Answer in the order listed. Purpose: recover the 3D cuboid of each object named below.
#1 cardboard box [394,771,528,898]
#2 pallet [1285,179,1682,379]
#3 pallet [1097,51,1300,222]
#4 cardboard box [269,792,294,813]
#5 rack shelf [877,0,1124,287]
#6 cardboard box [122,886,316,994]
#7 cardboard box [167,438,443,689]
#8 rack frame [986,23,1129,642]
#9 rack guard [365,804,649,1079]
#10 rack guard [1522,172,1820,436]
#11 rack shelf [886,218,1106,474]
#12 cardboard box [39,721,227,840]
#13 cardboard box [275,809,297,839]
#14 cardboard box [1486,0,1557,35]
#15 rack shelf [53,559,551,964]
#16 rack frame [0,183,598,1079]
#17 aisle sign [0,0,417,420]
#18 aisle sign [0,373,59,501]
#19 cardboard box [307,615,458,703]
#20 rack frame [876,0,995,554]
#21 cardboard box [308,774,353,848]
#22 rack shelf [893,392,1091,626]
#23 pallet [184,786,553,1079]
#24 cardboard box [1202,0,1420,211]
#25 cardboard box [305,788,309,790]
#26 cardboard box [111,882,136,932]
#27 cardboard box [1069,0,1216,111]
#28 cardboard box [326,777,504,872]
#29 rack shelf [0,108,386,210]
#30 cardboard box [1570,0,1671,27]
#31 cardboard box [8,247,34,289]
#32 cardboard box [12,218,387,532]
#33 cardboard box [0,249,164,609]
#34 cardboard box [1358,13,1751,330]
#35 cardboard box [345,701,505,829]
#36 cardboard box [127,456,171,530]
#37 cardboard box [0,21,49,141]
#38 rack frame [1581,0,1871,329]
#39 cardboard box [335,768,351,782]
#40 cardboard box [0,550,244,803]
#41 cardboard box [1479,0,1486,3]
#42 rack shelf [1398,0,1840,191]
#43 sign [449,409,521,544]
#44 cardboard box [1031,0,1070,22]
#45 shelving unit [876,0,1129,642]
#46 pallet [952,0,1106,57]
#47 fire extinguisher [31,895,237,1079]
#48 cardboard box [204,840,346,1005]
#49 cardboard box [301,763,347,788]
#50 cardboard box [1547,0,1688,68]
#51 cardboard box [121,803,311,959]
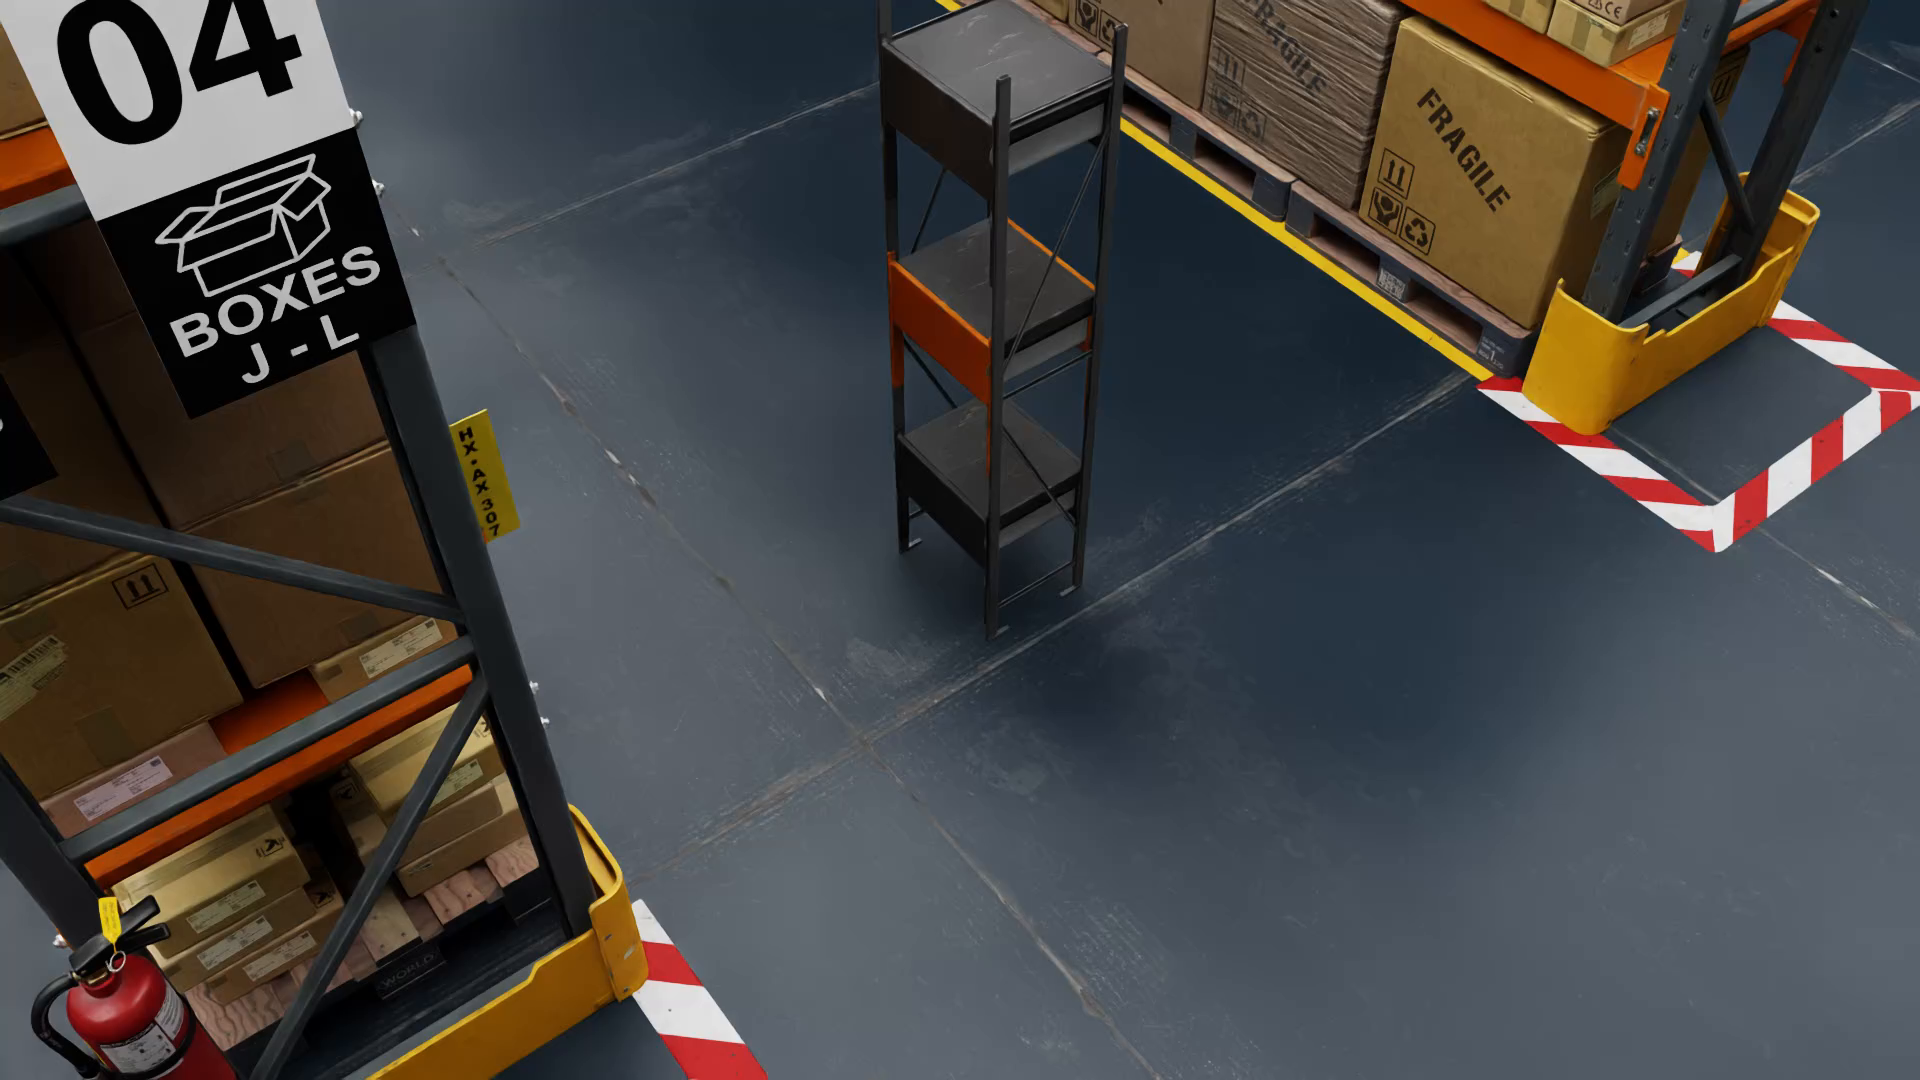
[{"bbox_3d":[-1.429,0.783,4.657,0.380,0.149,0.250,-28,54,-23],"label":"cardboard box"},{"bbox_3d":[2.095,-1.247,6.738,1.003,0.211,1.213,-29,54,-24],"label":"pallet"},{"bbox_3d":[1.361,-1.965,7.389,1.003,0.211,1.213,-29,54,-24],"label":"pallet"},{"bbox_3d":[-1.996,0.663,4.364,0.380,0.149,0.250,-28,54,-23],"label":"cardboard box"},{"bbox_3d":[0.100,-1.069,4.375,0.431,0.518,0.480,-29,54,-24],"label":"rack shelf"},{"bbox_3d":[-1.914,0.952,4.302,0.380,0.149,0.250,-31,55,-25],"label":"cardboard box"},{"bbox_3d":[-1.419,-0.104,3.551,0.500,0.500,0.500,-27,53,-22],"label":"cardboard box"},{"bbox_3d":[0.248,-0.464,4.753,0.400,2.100,0.015,-29,54,-24],"label":"rack frame"},{"bbox_3d":[-1.413,1.213,4.313,1.175,0.500,0.348,-29,54,-24],"label":"rack guard"},{"bbox_3d":[2.656,-0.893,6.222,1.175,0.500,0.348,-29,54,-24],"label":"rack guard"},{"bbox_3d":[0.100,-0.598,4.894,0.431,0.518,0.480,-29,54,-24],"label":"rack shelf"},{"bbox_3d":[-1.789,0.437,3.498,0.380,0.149,0.250,-29,54,-24],"label":"cardboard box"},{"bbox_3d":[-2.029,0.774,4.464,0.380,0.149,0.250,-31,55,-25],"label":"cardboard box"},{"bbox_3d":[2.005,-1.877,5.597,0.380,0.149,0.250,-29,54,-24],"label":"cardboard box"},{"bbox_3d":[-2.578,-0.519,4.681,1.077,0.370,4.000,-29,54,-24],"label":"rack shelf"},{"bbox_3d":[-1.367,0.419,3.346,1.000,3.000,0.127,-29,54,-24],"label":"rack frame"},{"bbox_3d":[-1.084,-0.546,2.466,0.394,0.787,0.004,-29,54,-24],"label":"aisle sign"},{"bbox_3d":[-1.562,-0.277,2.222,0.394,0.787,0.004,-29,54,-24],"label":"aisle sign"},{"bbox_3d":[-1.302,0.165,3.745,0.380,0.149,0.250,-30,54,-24],"label":"cardboard box"},{"bbox_3d":[-0.048,-0.752,5.014,0.400,2.100,0.015,-29,54,-24],"label":"rack frame"},{"bbox_3d":[-1.653,0.665,4.763,0.380,0.149,0.250,-30,54,-24],"label":"cardboard box"},{"bbox_3d":[0.100,-0.128,5.412,0.431,0.518,0.480,-29,54,-24],"label":"rack shelf"},{"bbox_3d":[-1.877,0.815,4.868,1.003,0.211,1.213,-29,54,-24],"label":"pallet"},{"bbox_3d":[1.639,-2.052,6.737,0.875,0.875,0.875,-29,54,-24],"label":"cardboard box"},{"bbox_3d":[-1.809,0.522,4.893,0.380,0.149,0.250,-29,54,-24],"label":"cardboard box"},{"bbox_3d":[-2.088,0.912,4.539,0.380,0.149,0.250,-28,54,-23],"label":"cardboard box"},{"bbox_3d":[1.101,-2.577,7.212,0.875,0.875,0.875,-29,54,-24],"label":"cardboard box"},{"bbox_3d":[-1.480,0.711,4.521,0.380,0.149,0.250,-27,53,-23],"label":"cardboard box"},{"bbox_3d":[-2.578,-1.527,3.570,1.077,0.370,4.000,-29,54,-24],"label":"rack shelf"},{"bbox_3d":[2.137,-1.963,5.405,0.500,0.250,0.500,-30,55,-25],"label":"cardboard box"},{"bbox_3d":[-1.738,-0.729,3.443,0.500,0.500,0.500,-28,54,-23],"label":"cardboard box"},{"bbox_3d":[-1.428,-0.435,3.176,0.500,0.500,0.500,-30,54,-24],"label":"cardboard box"},{"bbox_3d":[-1.842,-0.209,2.972,0.500,0.500,0.500,-30,55,-25],"label":"cardboard box"},{"bbox_3d":[2.190,-1.516,6.250,0.875,0.875,0.875,-29,54,-24],"label":"cardboard box"},{"bbox_3d":[-1.414,0.574,4.444,0.380,0.149,0.250,-32,55,-26],"label":"cardboard box"},{"bbox_3d":[-1.763,-0.408,3.827,0.500,0.500,0.500,-29,54,-24],"label":"cardboard box"},{"bbox_3d":[-1.435,-0.918,2.634,0.500,0.250,0.500,-28,53,-23],"label":"cardboard box"},{"bbox_3d":[2.642,-1.747,5.309,1.000,3.000,0.127,-29,54,-24],"label":"rack frame"},{"bbox_3d":[-1.601,0.524,4.690,0.380,0.149,0.250,-30,54,-24],"label":"cardboard box"},{"bbox_3d":[-1.844,0.136,3.334,0.500,0.500,0.500,-28,54,-23],"label":"cardboard box"},{"bbox_3d":[1.853,-2.026,5.732,0.380,0.149,0.250,-29,54,-24],"label":"cardboard box"},{"bbox_3d":[1.431,-2.684,6.645,1.077,0.370,4.000,-29,54,-24],"label":"rack shelf"},{"bbox_3d":[-0.935,-0.116,3.246,0.100,0.325,0.005,-29,54,-24],"label":"sign"},{"bbox_3d":[0.556,-3.108,7.693,0.875,0.875,0.875,-29,54,-24],"label":"cardboard box"},{"bbox_3d":[0.100,-0.608,4.884,0.431,2.100,0.503,-29,54,-24],"label":"shelving unit"},{"bbox_3d":[0.618,-2.685,8.042,1.003,0.211,1.213,-29,54,-24],"label":"pallet"},{"bbox_3d":[-1.582,0.925,3.190,0.296,0.674,0.183,-29,54,-24],"label":"fire extinguisher"},{"bbox_3d":[-1.852,1.018,4.443,0.380,0.149,0.250,-29,54,-23],"label":"cardboard box"},{"bbox_3d":[-1.676,0.465,4.543,0.380,0.149,0.250,-28,54,-23],"label":"cardboard box"},{"bbox_3d":[2.164,-1.725,5.458,0.380,0.149,0.250,-28,54,-23],"label":"cardboard box"},{"bbox_3d":[-1.889,0.837,4.206,0.380,0.149,0.250,-29,54,-24],"label":"cardboard box"}]
